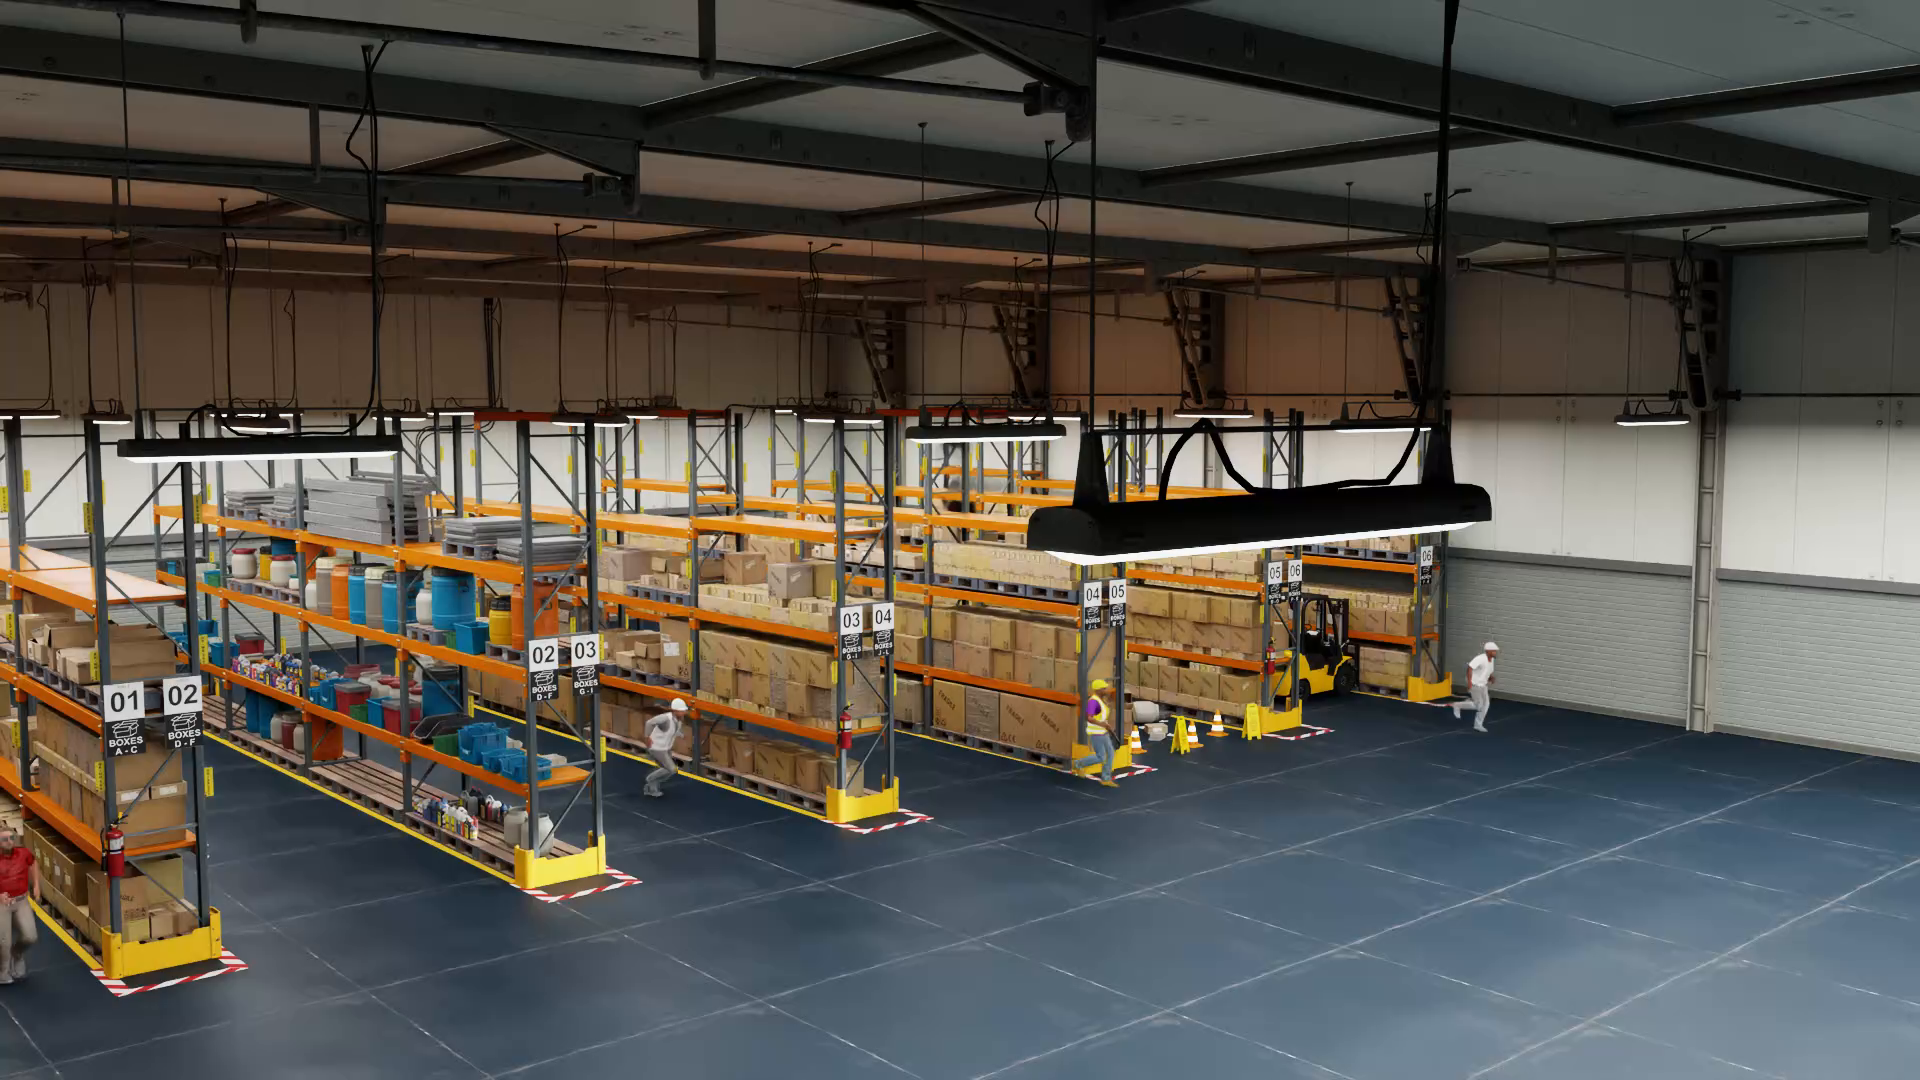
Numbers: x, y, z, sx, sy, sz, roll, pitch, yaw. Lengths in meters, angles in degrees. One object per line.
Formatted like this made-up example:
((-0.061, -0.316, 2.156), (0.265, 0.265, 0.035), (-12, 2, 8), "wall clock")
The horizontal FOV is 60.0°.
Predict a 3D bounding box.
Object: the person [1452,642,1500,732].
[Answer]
((9.750, 2.753, 31.416), (0.881, 1.700, 0.698), (4, 6, 37), "person")

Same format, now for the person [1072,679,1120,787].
((2.197, 3.118, 26.859), (0.784, 1.757, 0.739), (2, 5, 19), "person")

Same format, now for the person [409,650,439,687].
((-10.690, 2.529, 33.173), (0.842, 1.839, 0.680), (5, 7, 43), "person")

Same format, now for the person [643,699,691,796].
((-4.612, 3.254, 25.956), (0.864, 1.595, 0.685), (2, 5, 24), "person")

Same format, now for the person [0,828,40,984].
((-10.138, 3.919, 17.797), (0.605, 1.690, 0.705), (4, 6, 39), "person")
